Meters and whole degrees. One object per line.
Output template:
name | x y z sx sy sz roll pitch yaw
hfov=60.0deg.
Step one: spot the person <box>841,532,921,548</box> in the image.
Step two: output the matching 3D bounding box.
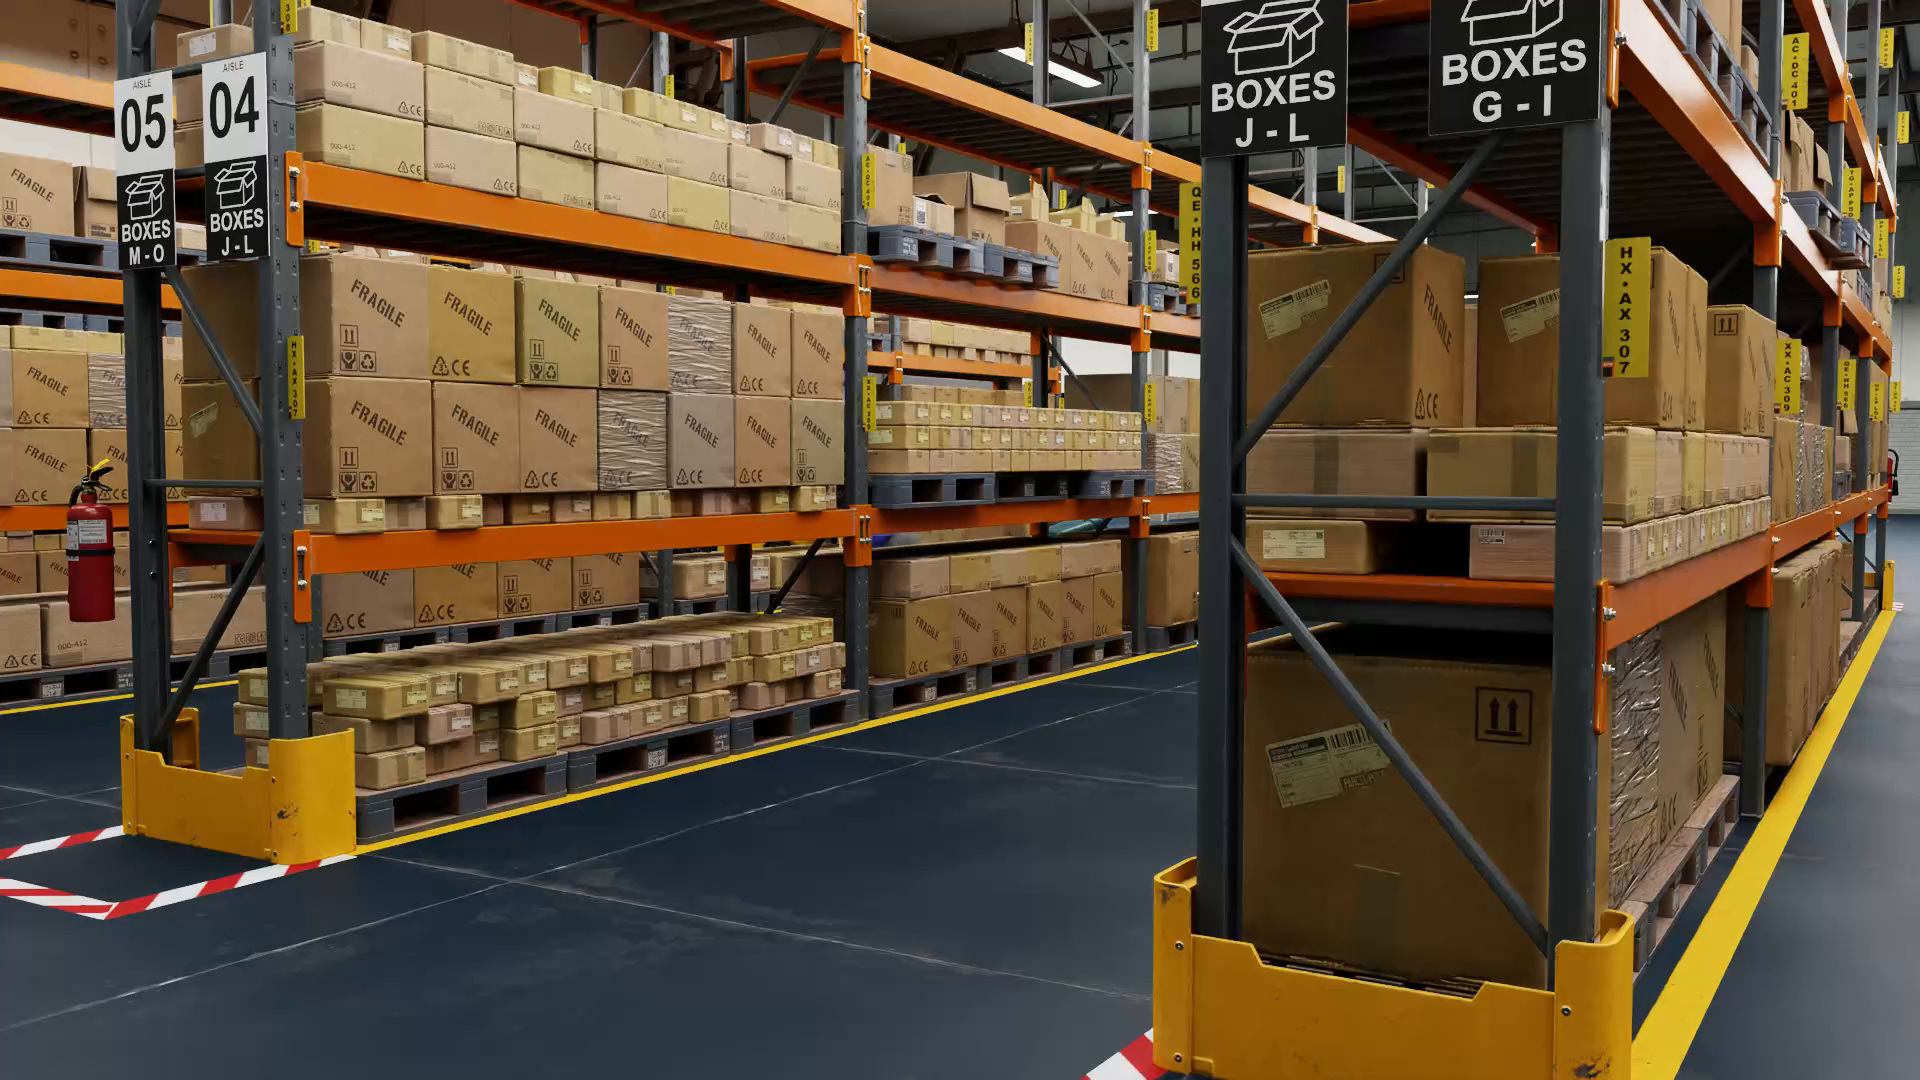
person | -0.826 0.291 16.775 0.878 0.965 0.445 2 3 29
